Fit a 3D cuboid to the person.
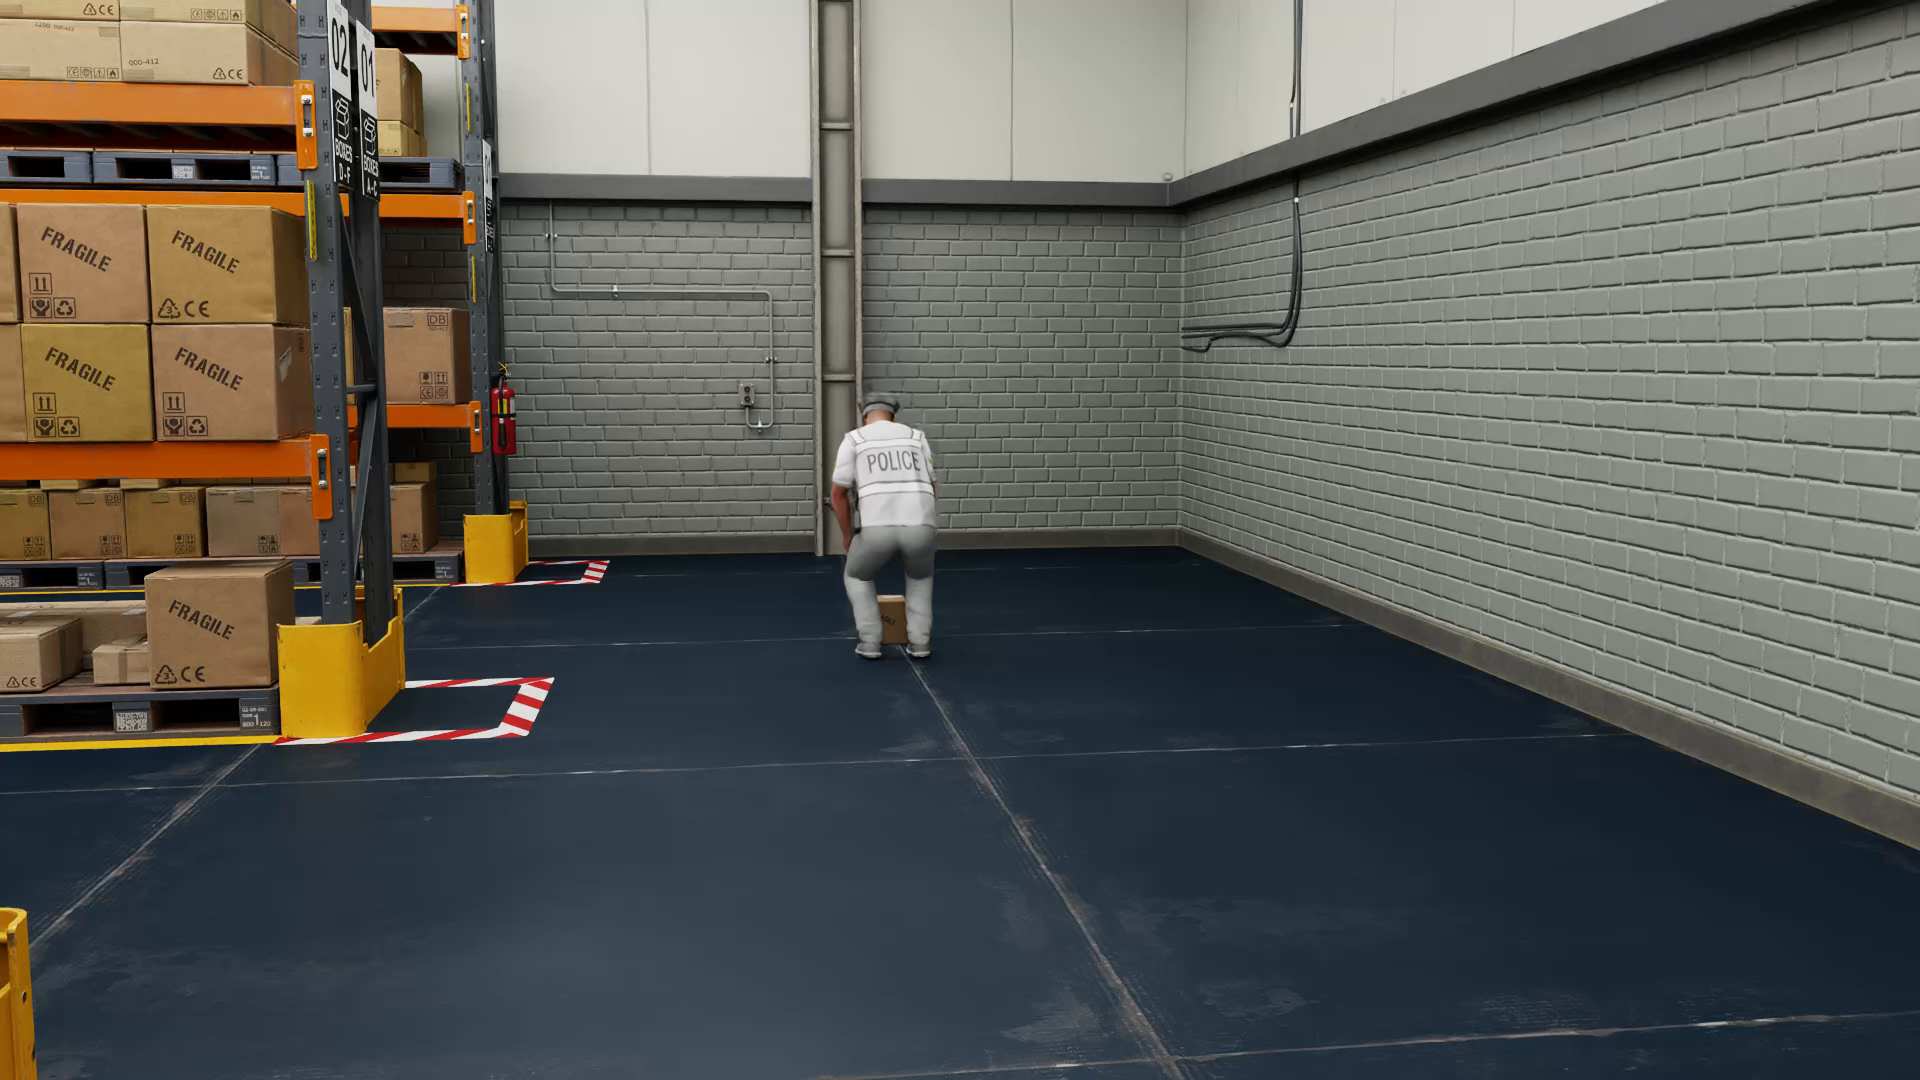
[{"bbox_3d":[-0.416,-0.072,9.258,0.590,1.439,0.792,-1,7,-9],"label":"person"}]
